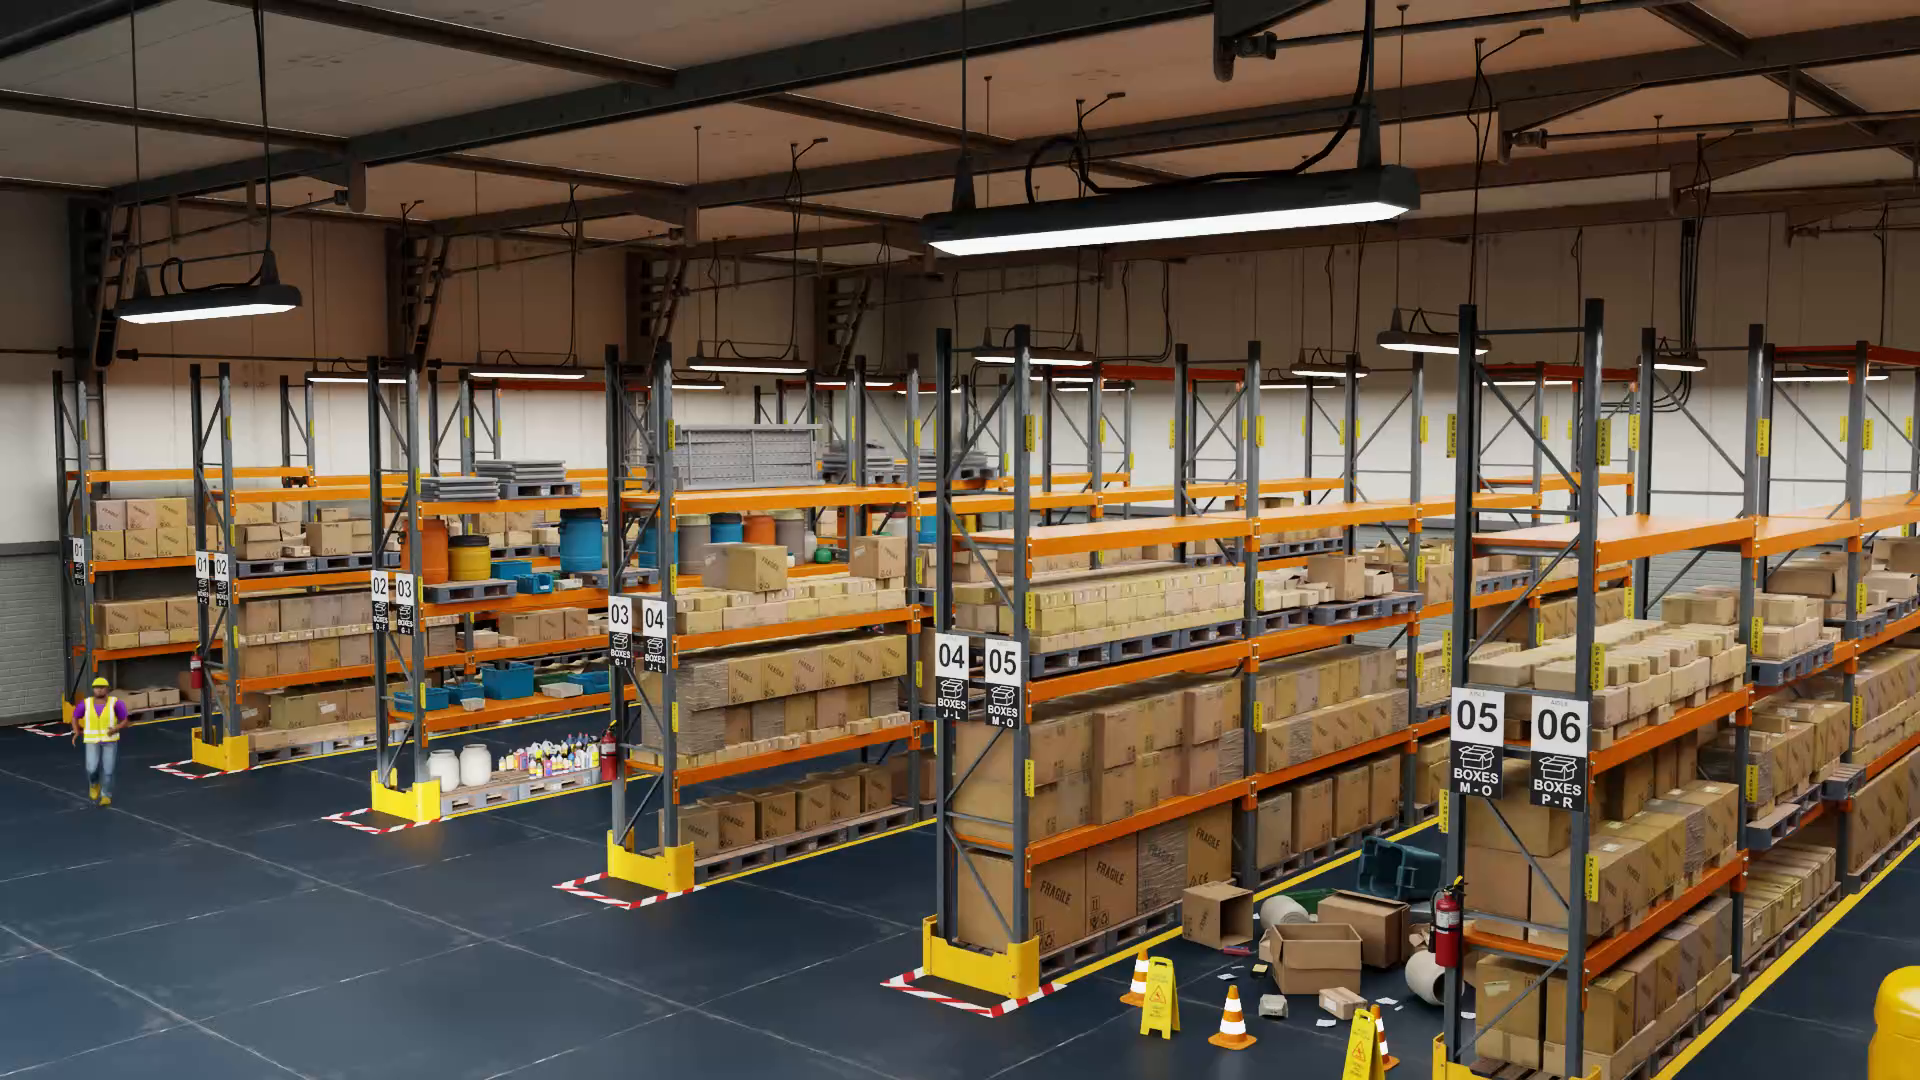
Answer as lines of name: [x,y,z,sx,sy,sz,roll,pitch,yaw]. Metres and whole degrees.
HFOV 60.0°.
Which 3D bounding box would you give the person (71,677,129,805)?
person: [-11.472,2.695,22.192,0.696,1.722,0.595,-2,5,-24]
